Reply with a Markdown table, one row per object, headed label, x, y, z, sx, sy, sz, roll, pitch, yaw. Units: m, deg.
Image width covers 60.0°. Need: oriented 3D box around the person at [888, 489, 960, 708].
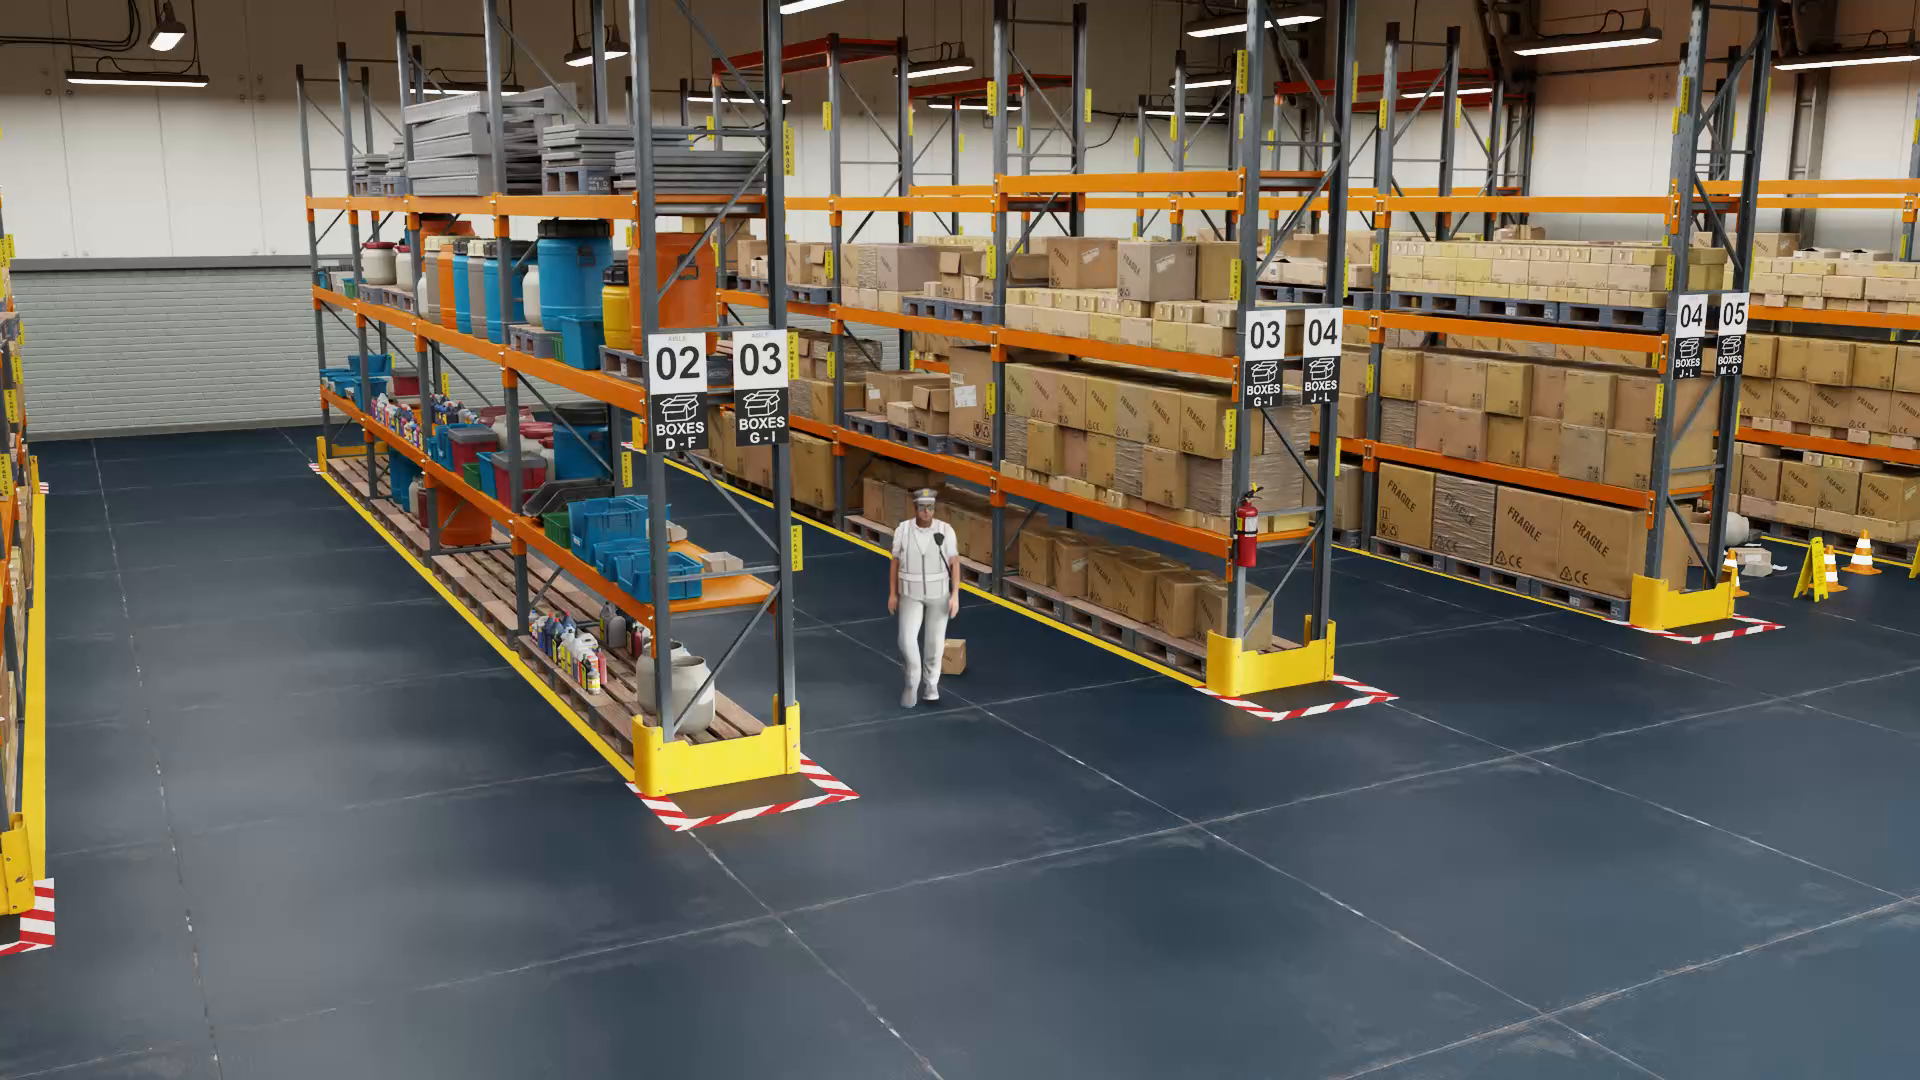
| label | x | y | z | sx | sy | sz | roll | pitch | yaw |
| --- | --- | --- | --- | --- | --- | --- | --- | --- | --- |
| person | -0.290 | 0.483 | 13.547 | 0.586 | 1.833 | 0.499 | -1 | 12 | -3 |
